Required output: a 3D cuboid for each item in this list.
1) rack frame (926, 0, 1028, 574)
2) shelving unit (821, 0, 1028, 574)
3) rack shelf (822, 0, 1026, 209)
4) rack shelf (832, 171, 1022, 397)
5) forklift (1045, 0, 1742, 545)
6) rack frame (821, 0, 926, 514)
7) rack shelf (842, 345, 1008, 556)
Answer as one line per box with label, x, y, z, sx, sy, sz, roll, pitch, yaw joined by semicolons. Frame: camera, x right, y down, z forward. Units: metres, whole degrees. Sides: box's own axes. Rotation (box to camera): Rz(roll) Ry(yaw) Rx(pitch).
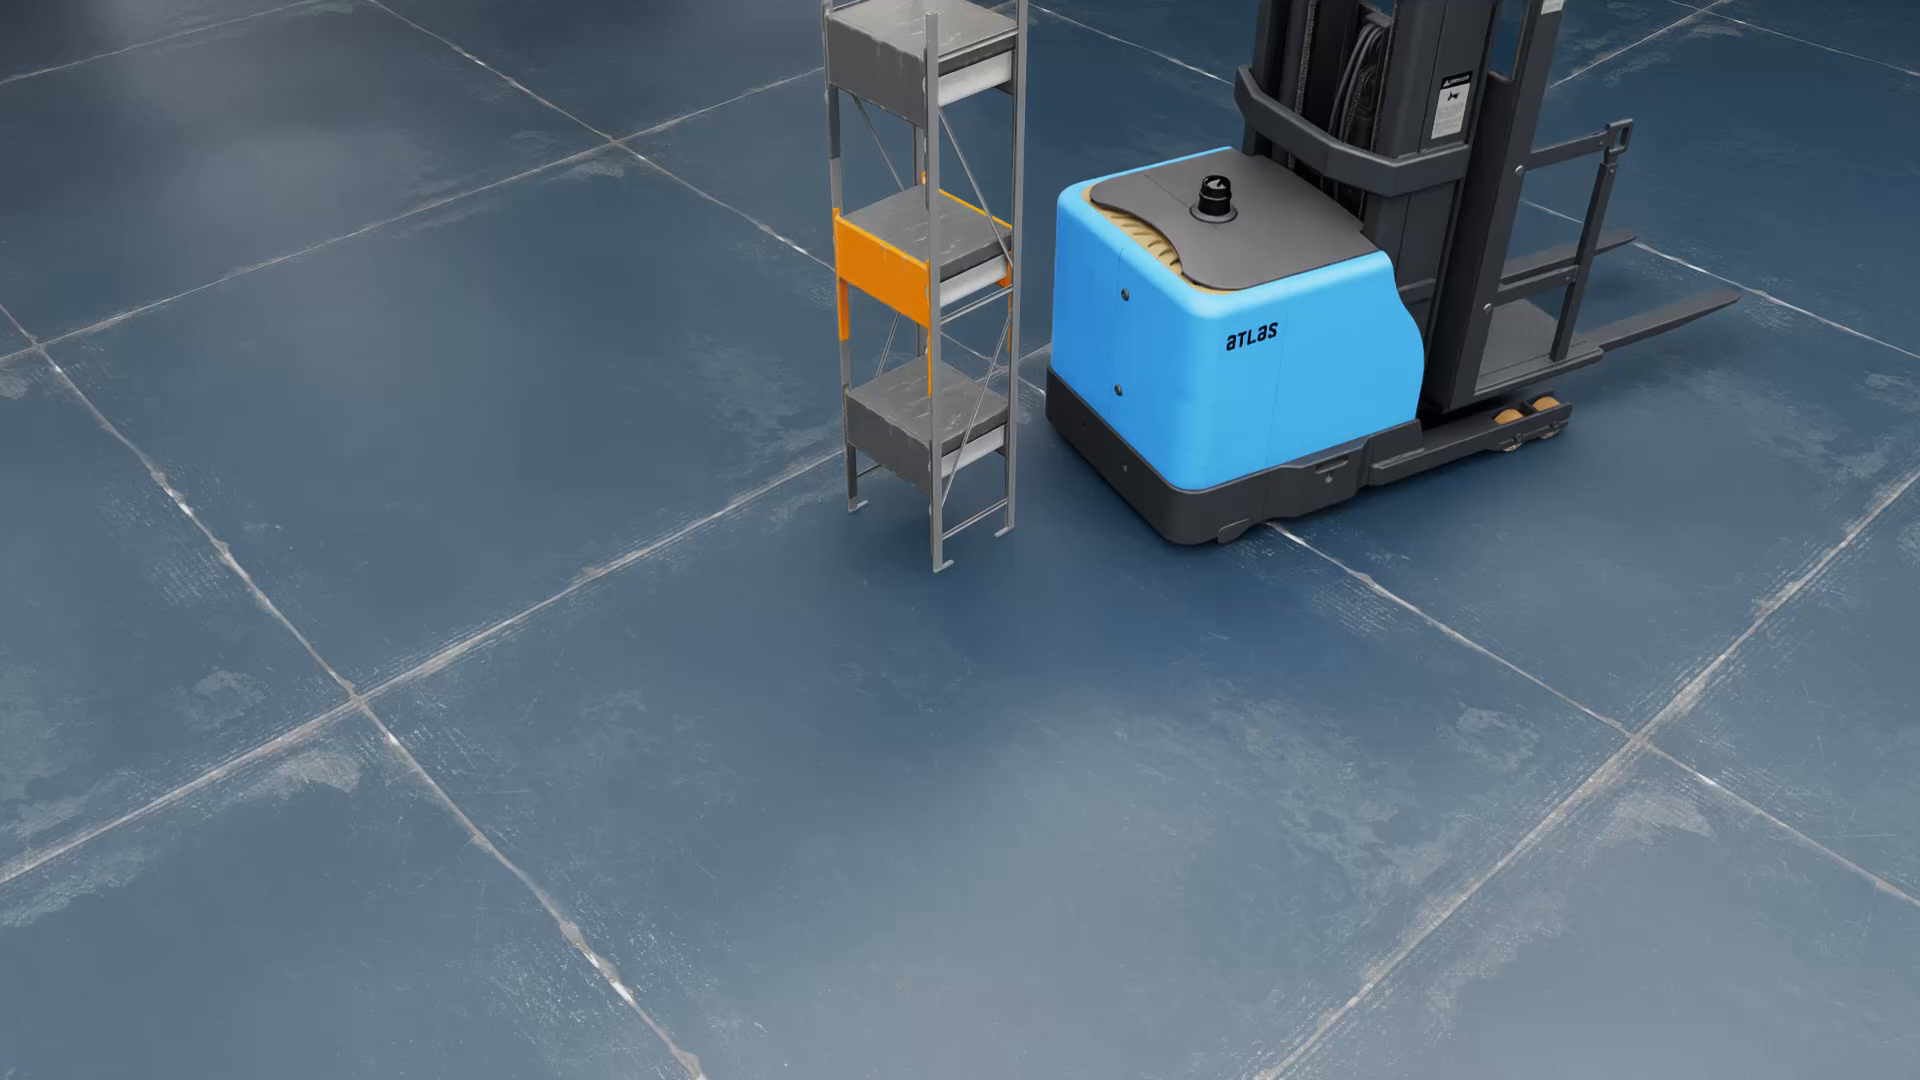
rack frame;0.053;-0.781;5.545;0.400;2.100;0.015;-30;48;-32
shelving unit;-0.112;-0.893;5.685;0.431;2.100;0.503;-30;48;-32
rack shelf;-0.112;-1.427;5.254;0.431;0.518;0.480;-30;48;-32
rack shelf;-0.112;-0.883;5.694;0.431;0.518;0.480;-30;48;-32
forklift;1.895;-1.774;6.114;3.031;2.935;1.130;-18;42;-21
rack frame;-0.277;-1.006;5.825;0.400;2.100;0.015;-30;48;-32
rack shelf;-0.112;-0.338;6.134;0.431;0.518;0.480;-30;48;-32
